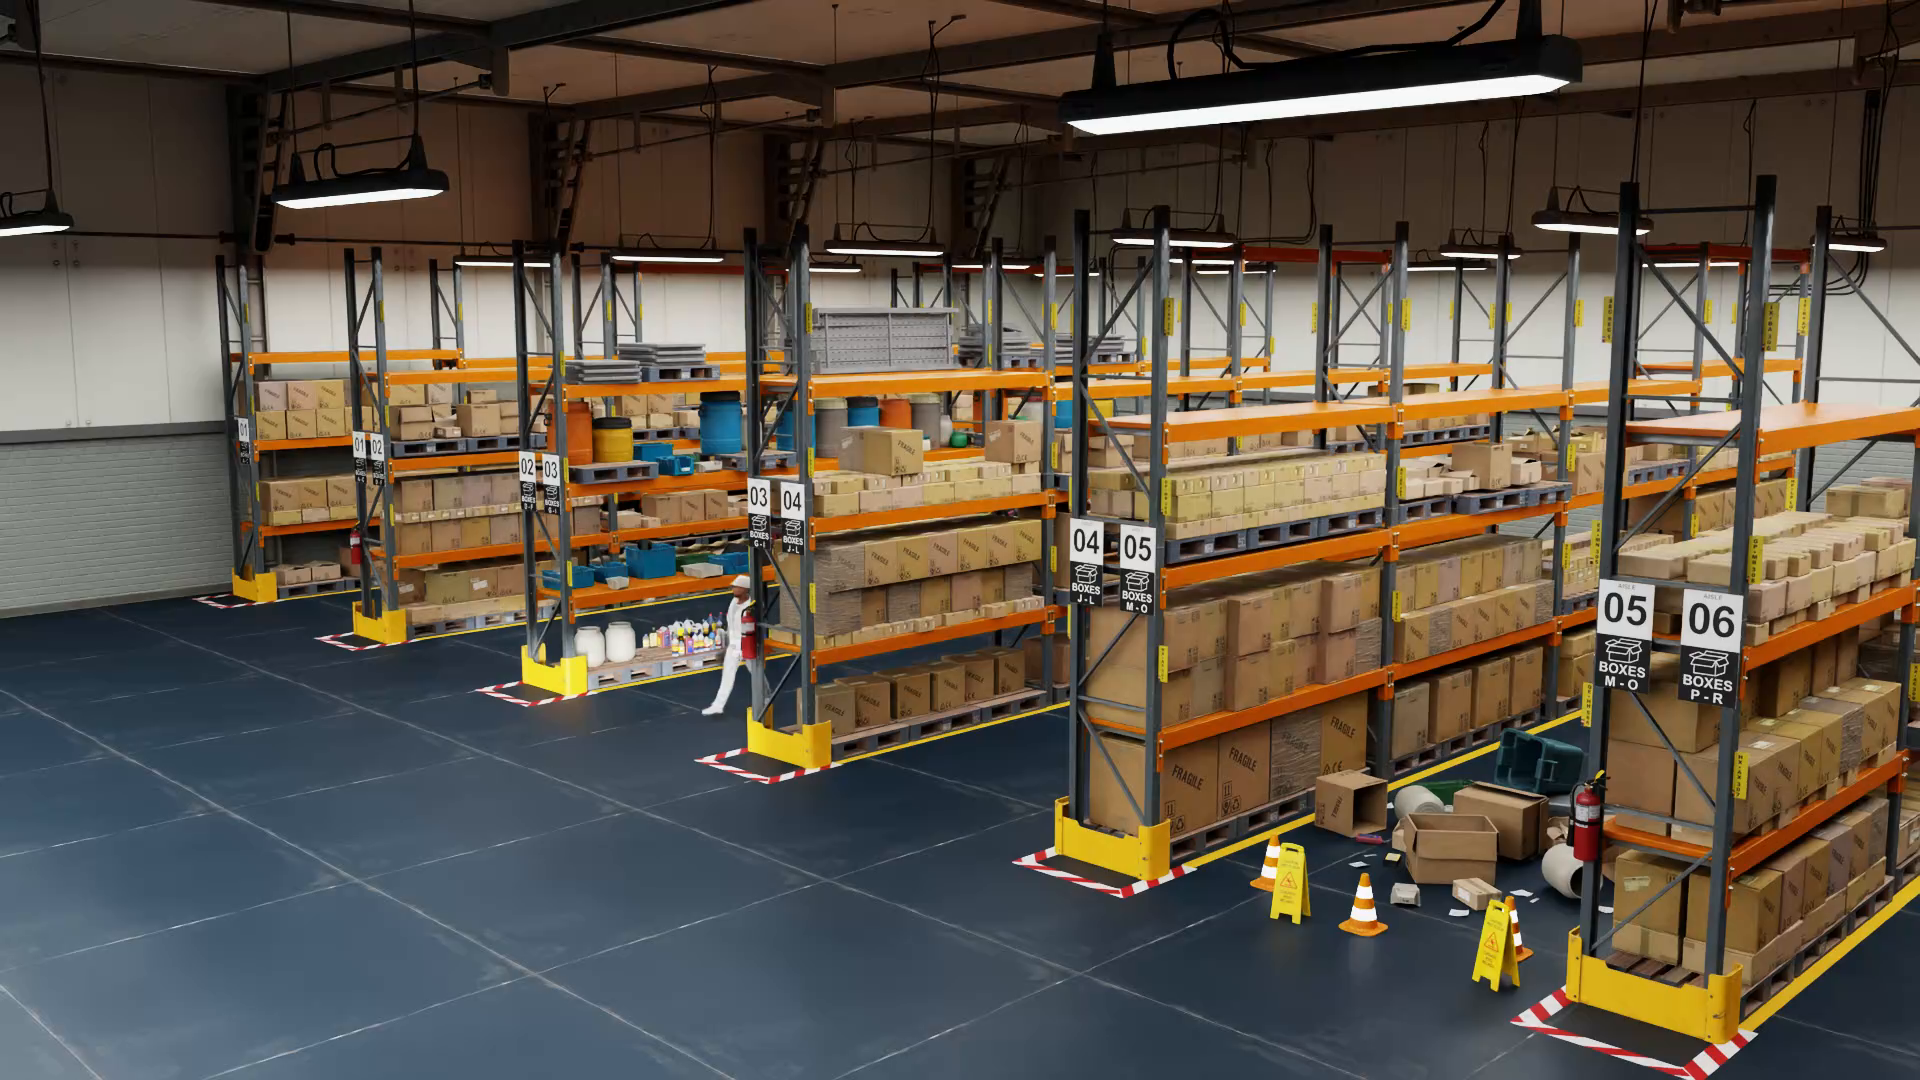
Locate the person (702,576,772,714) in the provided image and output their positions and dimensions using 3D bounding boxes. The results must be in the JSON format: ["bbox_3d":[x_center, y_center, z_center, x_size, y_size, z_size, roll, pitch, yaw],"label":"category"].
[{"bbox_3d":[-2.802,1.325,20.887,0.978,1.744,0.574,-8,11,-44],"label":"person"}]

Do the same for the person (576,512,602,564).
[{"bbox_3d":[-6.720,0.010,30.391,0.659,1.744,0.657,5,10,34],"label":"person"}]
